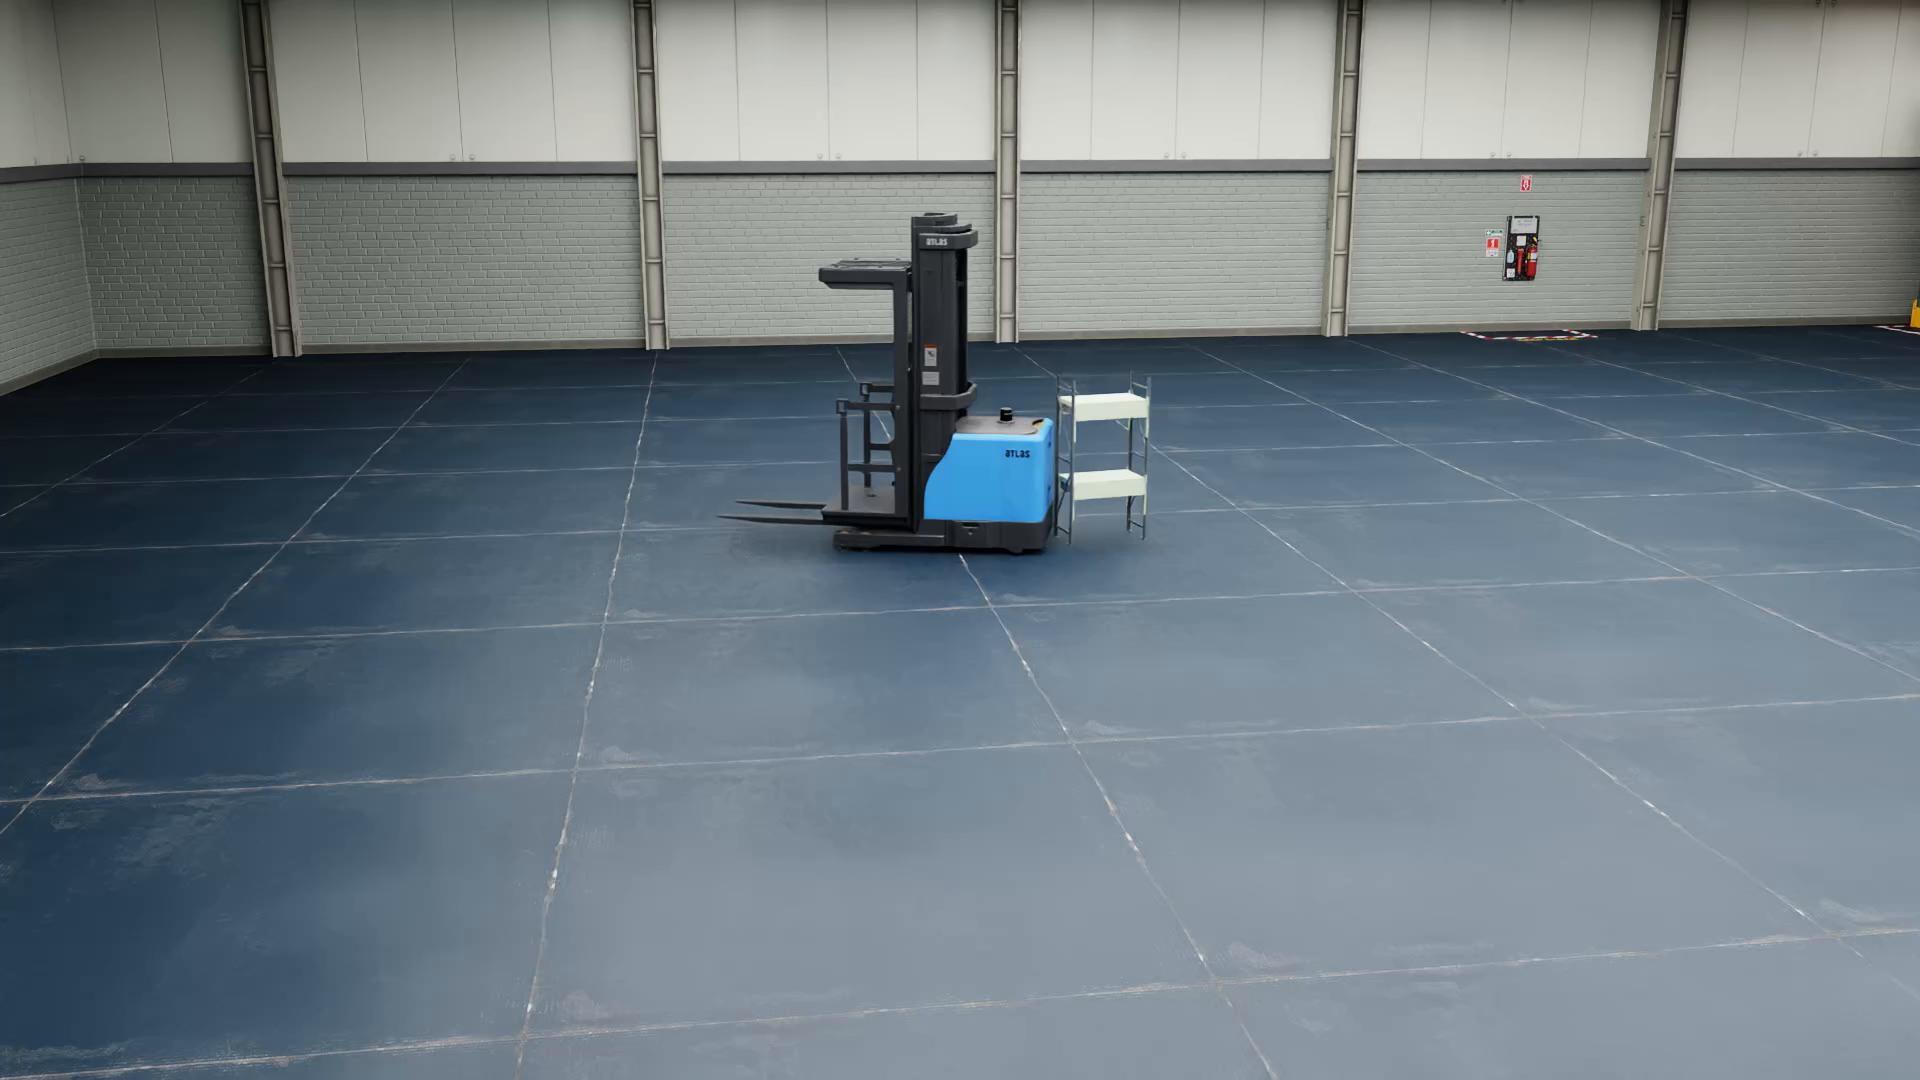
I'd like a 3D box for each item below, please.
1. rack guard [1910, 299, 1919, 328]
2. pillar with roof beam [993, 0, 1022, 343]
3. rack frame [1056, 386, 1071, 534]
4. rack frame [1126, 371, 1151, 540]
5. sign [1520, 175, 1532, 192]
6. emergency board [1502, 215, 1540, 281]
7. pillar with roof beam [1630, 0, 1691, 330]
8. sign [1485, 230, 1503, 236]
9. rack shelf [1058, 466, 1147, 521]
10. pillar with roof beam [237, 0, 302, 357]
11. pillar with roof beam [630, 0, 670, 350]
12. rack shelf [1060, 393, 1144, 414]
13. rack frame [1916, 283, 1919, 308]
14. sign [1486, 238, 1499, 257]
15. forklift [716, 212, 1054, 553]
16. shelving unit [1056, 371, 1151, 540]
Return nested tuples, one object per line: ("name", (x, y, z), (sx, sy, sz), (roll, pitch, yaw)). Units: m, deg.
("rack guard", (18.116, -4.136, 30.714), (0.348, 0.500, 1.175), (-2, 14, -8))
("pillar with roof beam", (1.446, -6.801, 23.870), (0.400, 9.000, 9.100), (-2, 14, -8))
("rack frame", (0.944, -0.717, 15.027), (0.010, 1.308, 0.380), (-5, 15, -18))
("rack frame", (1.637, -0.775, 15.255), (0.023, 1.500, 0.400), (-5, 15, -18))
("sign", (10.199, -6.429, 29.955), (0.199, 0.298, 0.001), (-2, 14, -8))
("emergency board", (10.210, -5.285, 30.159), (0.626, 1.169, 0.157), (-2, 14, -8))
("pillar with roof beam", (13.312, -7.236, 25.604), (0.400, 9.000, 9.100), (-2, 14, -8))
("sign", (9.665, -5.558, 30.085), (0.331, 0.109, 0.001), (-2, 14, -8))
("rack shelf", (1.290, -0.430, 15.221), (0.720, 0.370, 0.431), (-5, 15, -18))
("pillar with roof beam", (-10.420, -6.366, 22.136), (0.400, 9.000, 9.100), (-2, 14, -8))
("pillar with roof beam", (-4.487, -6.584, 23.003), (0.400, 9.000, 9.100), (-2, 14, -8))
("rack shelf", (1.290, -1.219, 15.023), (0.686, 0.124, 0.368), (-5, 15, -18))
("rack frame", (18.040, -5.346, 30.399), (0.127, 3.000, 1.000), (-2, 14, -8))
("sign", (9.659, -5.303, 30.157), (0.234, 0.329, 0.001), (-2, 14, -8))
("forklift", (-0.689, -1.450, 15.006), (3.031, 2.935, 1.130), (2, 14, 9))
("shelving unit", (1.293, -0.746, 15.143), (0.748, 1.500, 0.431), (-5, 15, -18))
